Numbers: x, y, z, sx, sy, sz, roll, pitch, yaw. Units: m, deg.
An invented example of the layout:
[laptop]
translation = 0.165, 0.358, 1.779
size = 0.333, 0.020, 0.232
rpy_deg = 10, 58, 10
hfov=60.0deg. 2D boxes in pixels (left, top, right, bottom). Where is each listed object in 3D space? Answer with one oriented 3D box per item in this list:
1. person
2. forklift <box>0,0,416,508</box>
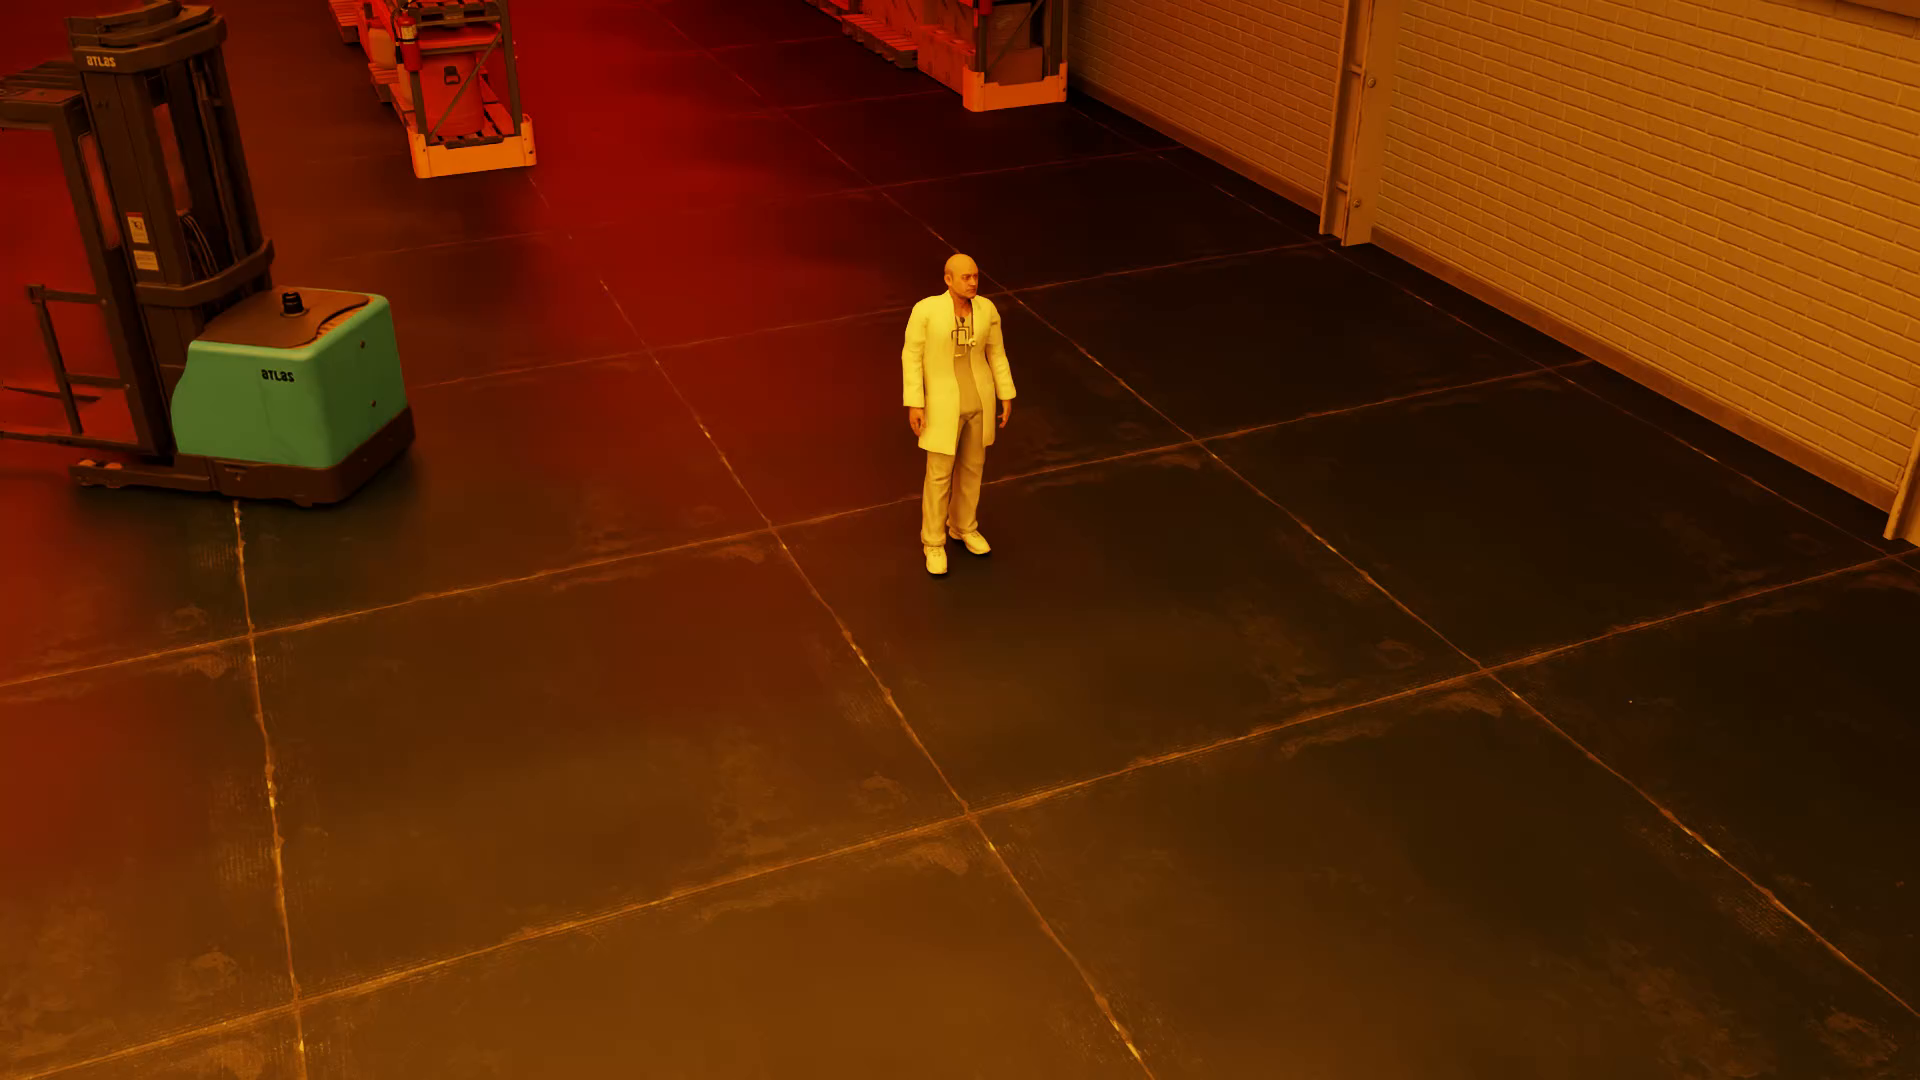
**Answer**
[person]
translation = 0.032, -0.736, 9.554
size = 0.696, 1.776, 0.581
rpy_deg = -12, 32, -20
[forklift]
translation = -5.215, -1.845, 10.346
size = 3.031, 2.935, 1.130
rpy_deg = 6, 30, 11
